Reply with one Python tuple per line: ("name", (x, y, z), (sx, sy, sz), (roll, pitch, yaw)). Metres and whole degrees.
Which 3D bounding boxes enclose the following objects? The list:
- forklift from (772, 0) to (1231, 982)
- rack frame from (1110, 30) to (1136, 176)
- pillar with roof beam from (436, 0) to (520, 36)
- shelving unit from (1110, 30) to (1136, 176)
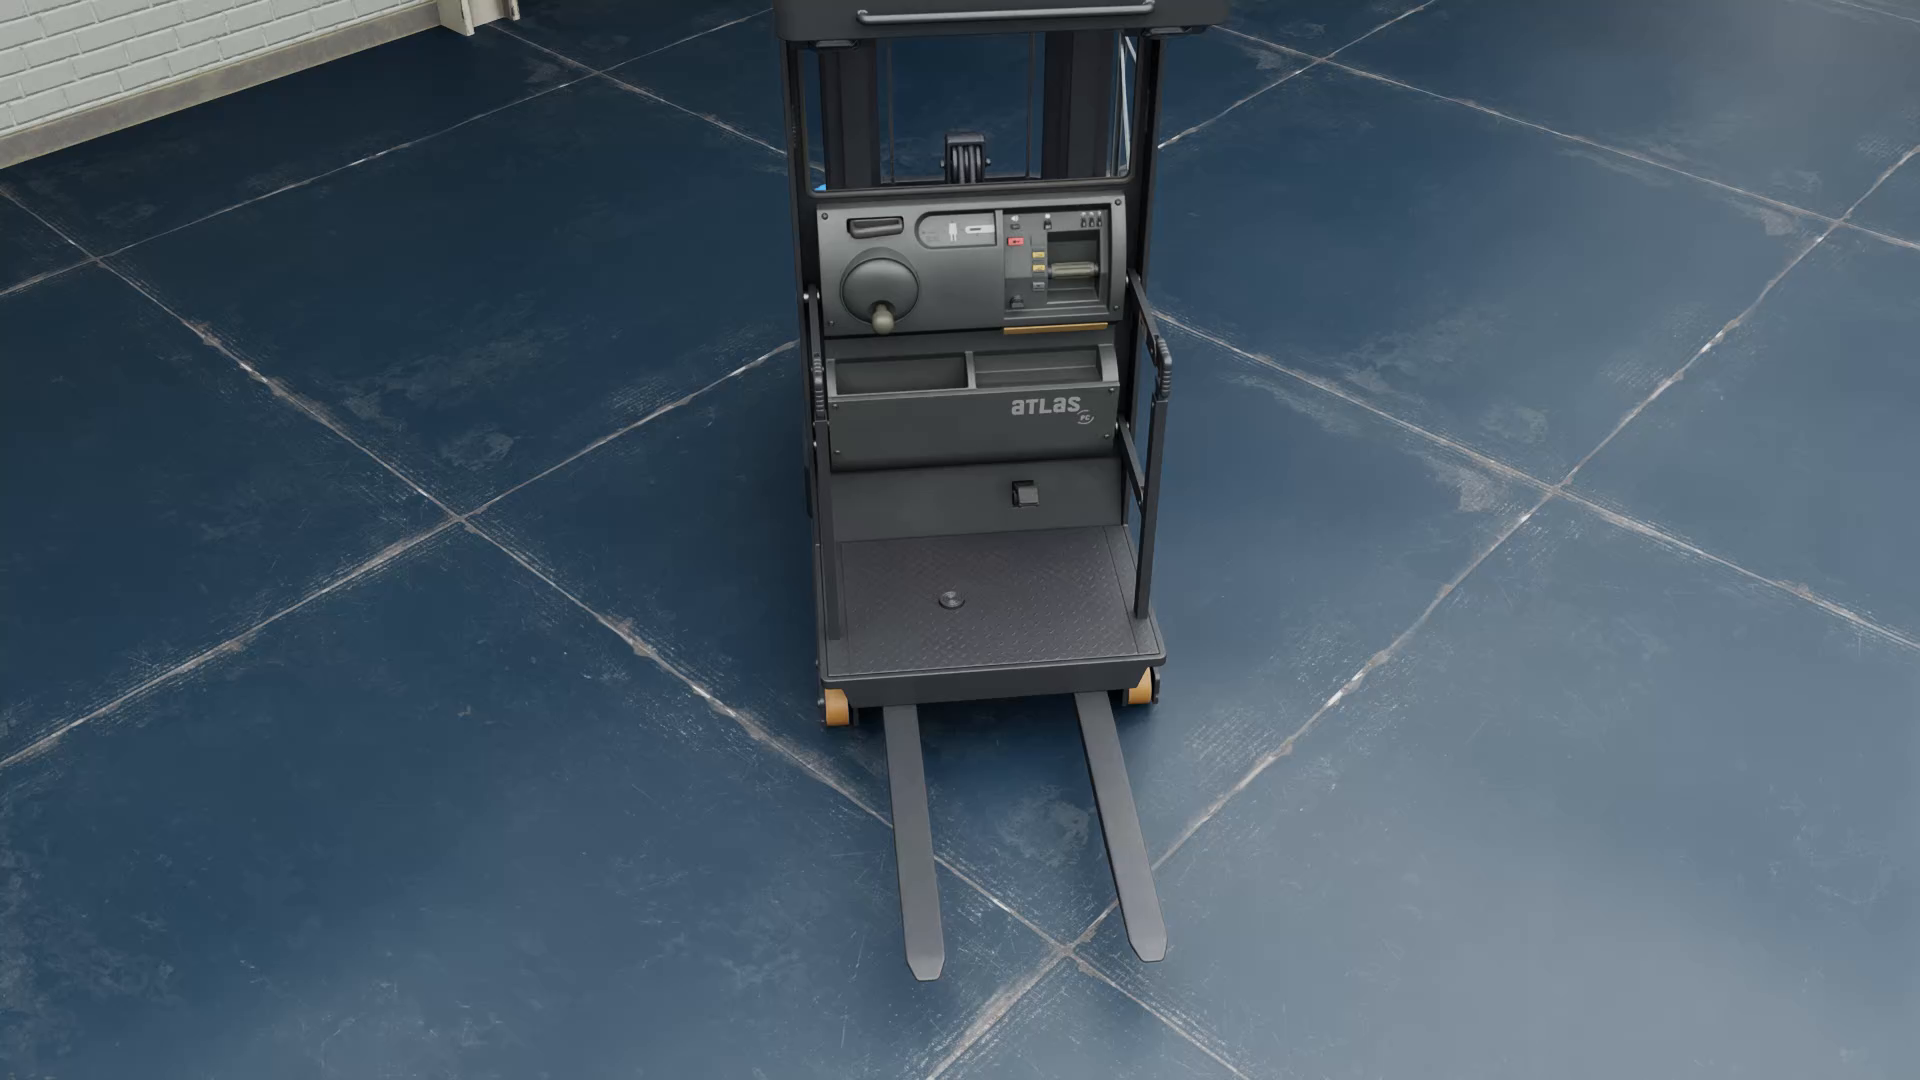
("forklift", (0.063, -0.760, 4.851), (1.130, 2.935, 3.031), (-4, 39, -5))
("rack frame", (0.652, -1.357, 6.751), (0.032, 1.500, 0.500), (-2, 39, -2))
("pillar with roof beam", (0.204, -4.931, 5.221), (9.100, 9.000, 0.400), (30, 47, 32))
("shelving unit", (0.145, -1.340, 6.731), (1.048, 1.500, 0.538), (-2, 39, -2))
